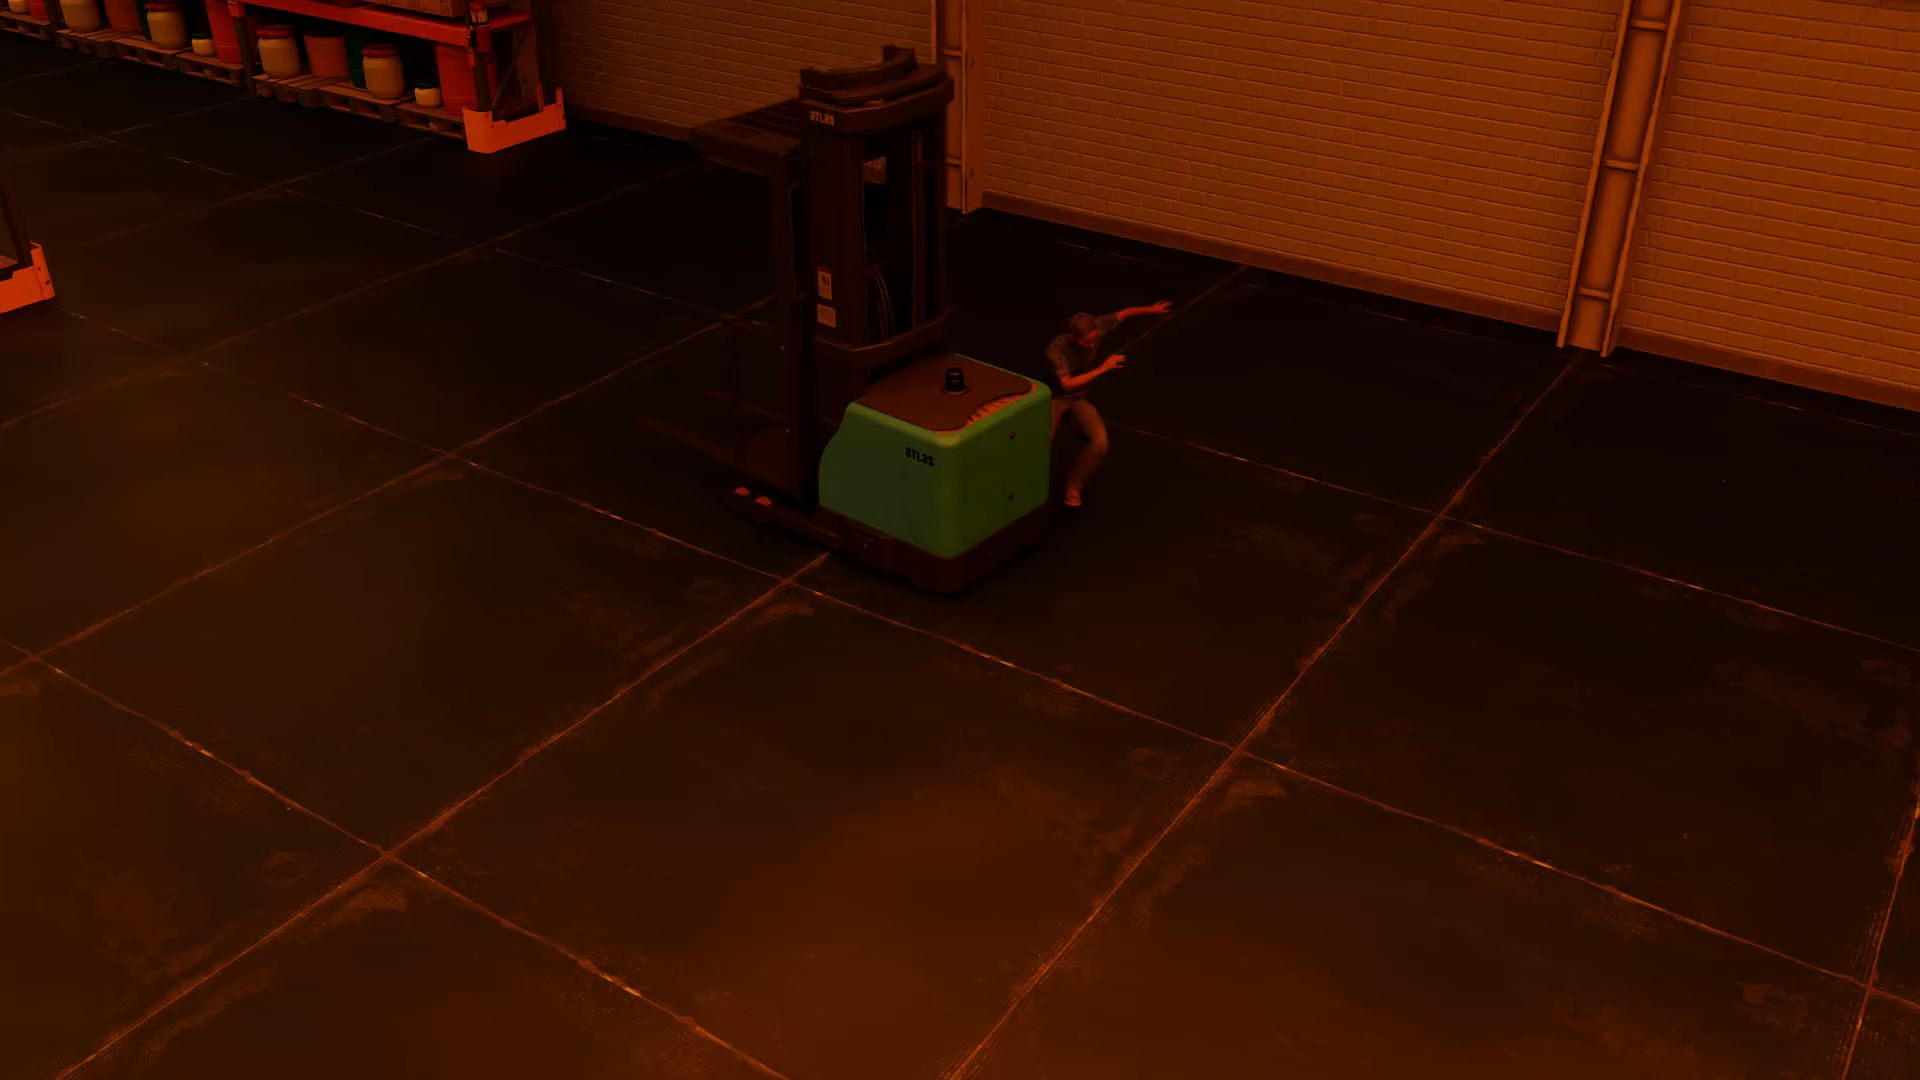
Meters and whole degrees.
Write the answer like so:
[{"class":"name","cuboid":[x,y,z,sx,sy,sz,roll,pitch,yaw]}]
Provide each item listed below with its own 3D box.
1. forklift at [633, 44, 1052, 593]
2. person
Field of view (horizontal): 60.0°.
[{"class":"forklift","cuboid":[-0.887,-1.558,10.265,3.031,2.935,1.130,23,37,34]},{"class":"person","cuboid":[0.854,-0.861,10.681,1.410,1.346,0.681,-16,34,-25]}]
